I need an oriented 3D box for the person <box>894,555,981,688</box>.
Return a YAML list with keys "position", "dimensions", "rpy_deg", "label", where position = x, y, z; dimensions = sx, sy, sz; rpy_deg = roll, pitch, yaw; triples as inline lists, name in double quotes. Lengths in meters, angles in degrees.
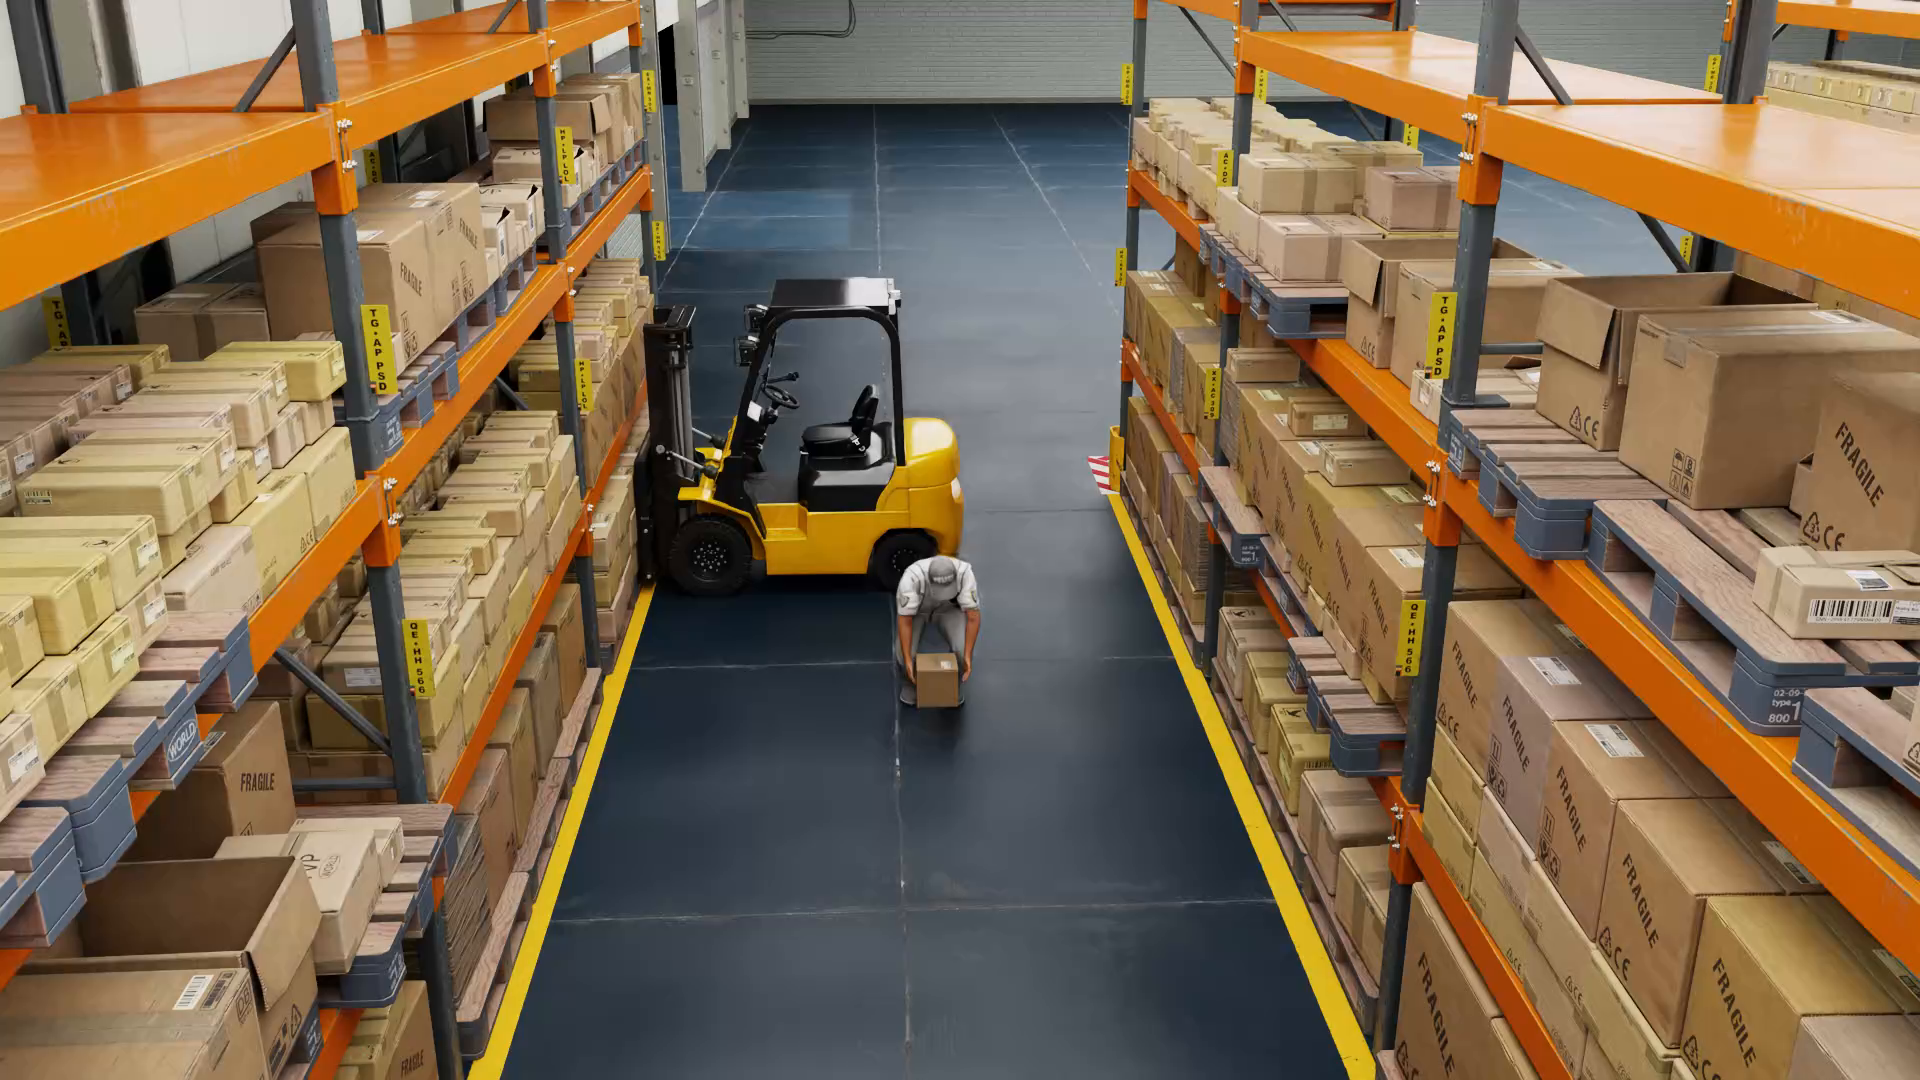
- position: [-0.149, 0.493, 10.487]
  dimensions: [0.538, 1.055, 0.826]
  rpy_deg: [-1, 21, -3]
  label: "person"
